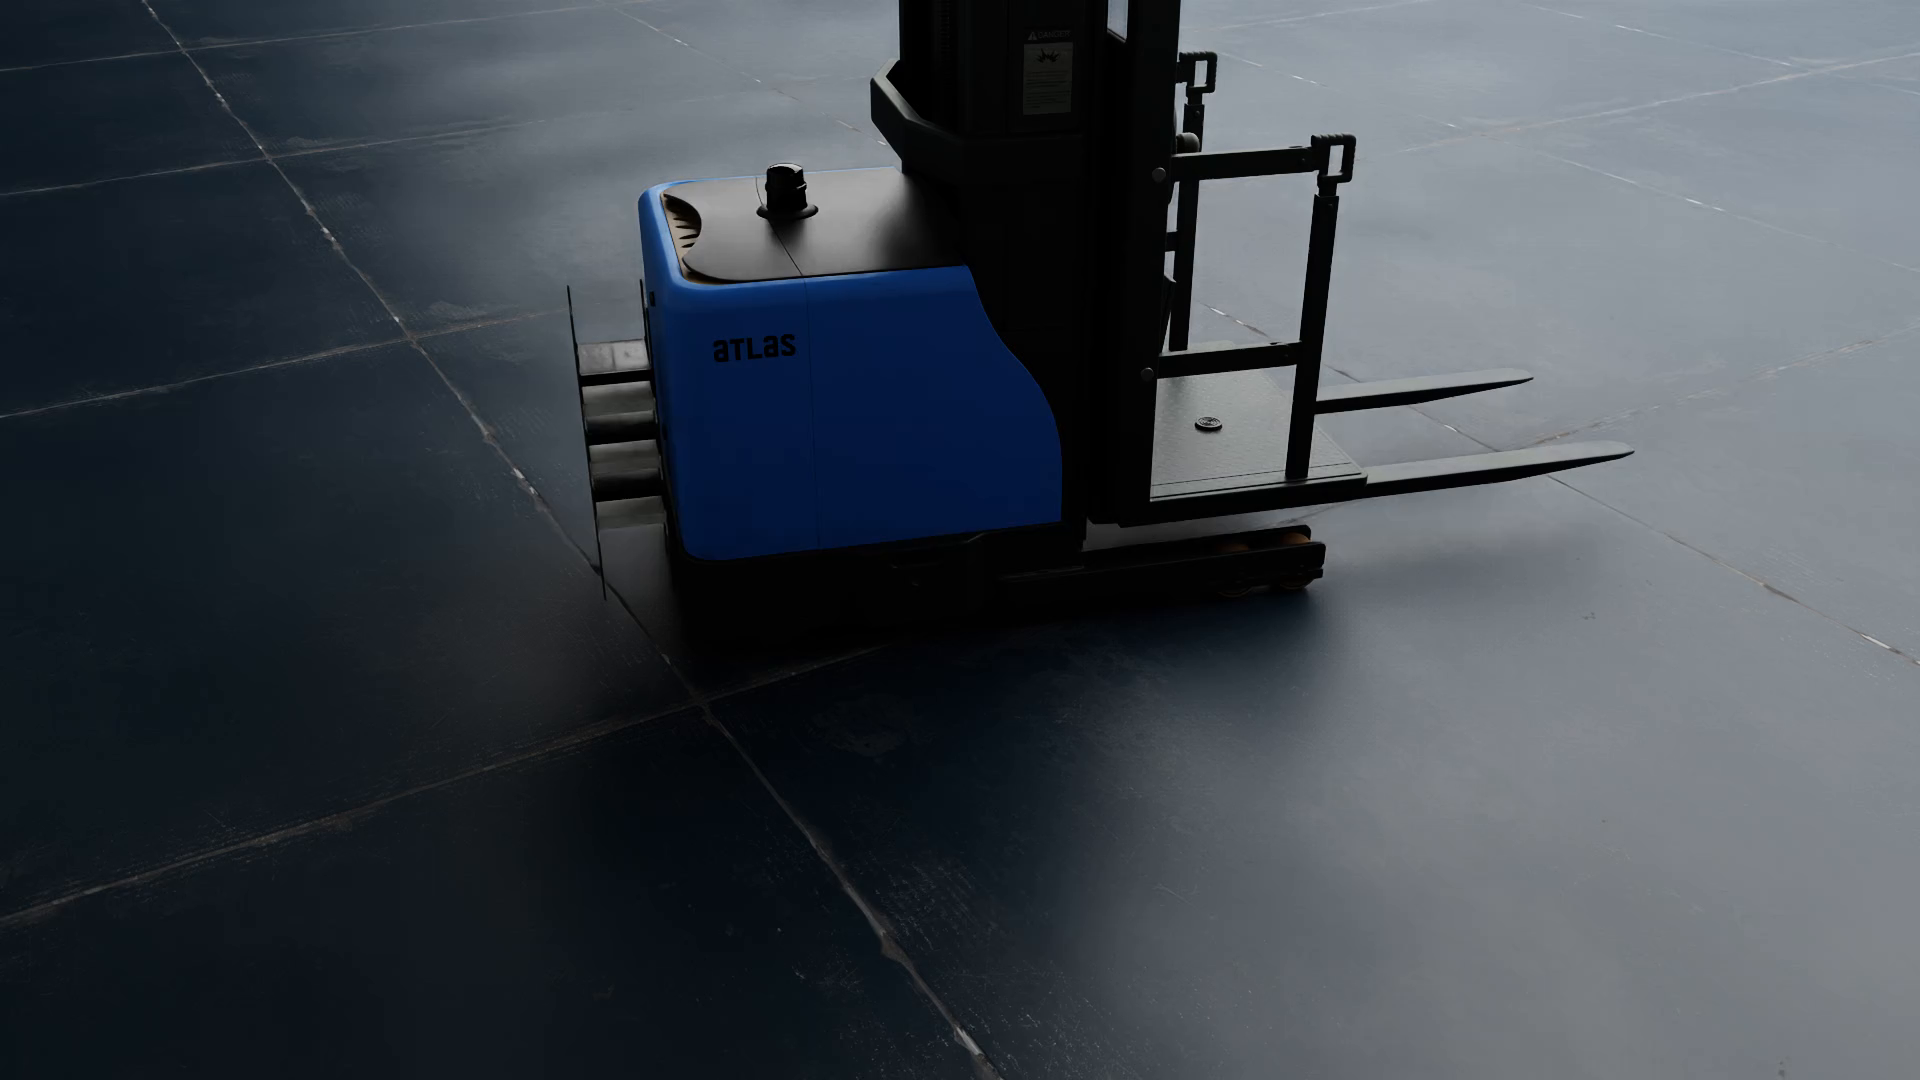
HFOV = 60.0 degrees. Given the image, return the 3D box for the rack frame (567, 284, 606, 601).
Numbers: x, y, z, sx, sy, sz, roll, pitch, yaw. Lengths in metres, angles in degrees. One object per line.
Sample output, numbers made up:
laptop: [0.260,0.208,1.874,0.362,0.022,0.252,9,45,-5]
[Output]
rack frame: [-1.079,-0.271,4.810,0.006,0.900,0.240,-7,30,-12]

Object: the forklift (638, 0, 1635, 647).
forklift: [0.605,-1.354,4.671,3.031,2.935,1.130,-7,30,-12]

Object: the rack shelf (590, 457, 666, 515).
rack shelf: [-0.980,-0.175,4.891,0.200,0.077,0.258,-7,30,-12]

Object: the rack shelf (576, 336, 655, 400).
rack shelf: [-0.980,-0.490,4.717,0.200,0.077,0.258,-7,30,-12]

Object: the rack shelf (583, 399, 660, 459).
rack shelf: [-0.980,-0.332,4.804,0.200,0.077,0.258,-7,30,-12]

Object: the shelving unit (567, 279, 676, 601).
shelving unit: [-0.980,-0.283,4.831,0.210,0.900,0.258,-7,30,-12]

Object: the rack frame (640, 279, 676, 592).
rack frame: [-0.881,-0.294,4.852,0.006,0.900,0.240,-7,30,-12]

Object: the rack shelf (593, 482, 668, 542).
rack shelf: [-0.980,-0.096,4.934,0.200,0.077,0.258,-7,30,-12]

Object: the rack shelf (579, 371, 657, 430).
rack shelf: [-0.980,-0.411,4.760,0.200,0.077,0.258,-7,30,-12]

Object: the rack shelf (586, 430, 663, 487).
rack shelf: [-0.980,-0.254,4.847,0.200,0.077,0.258,-7,30,-12]
